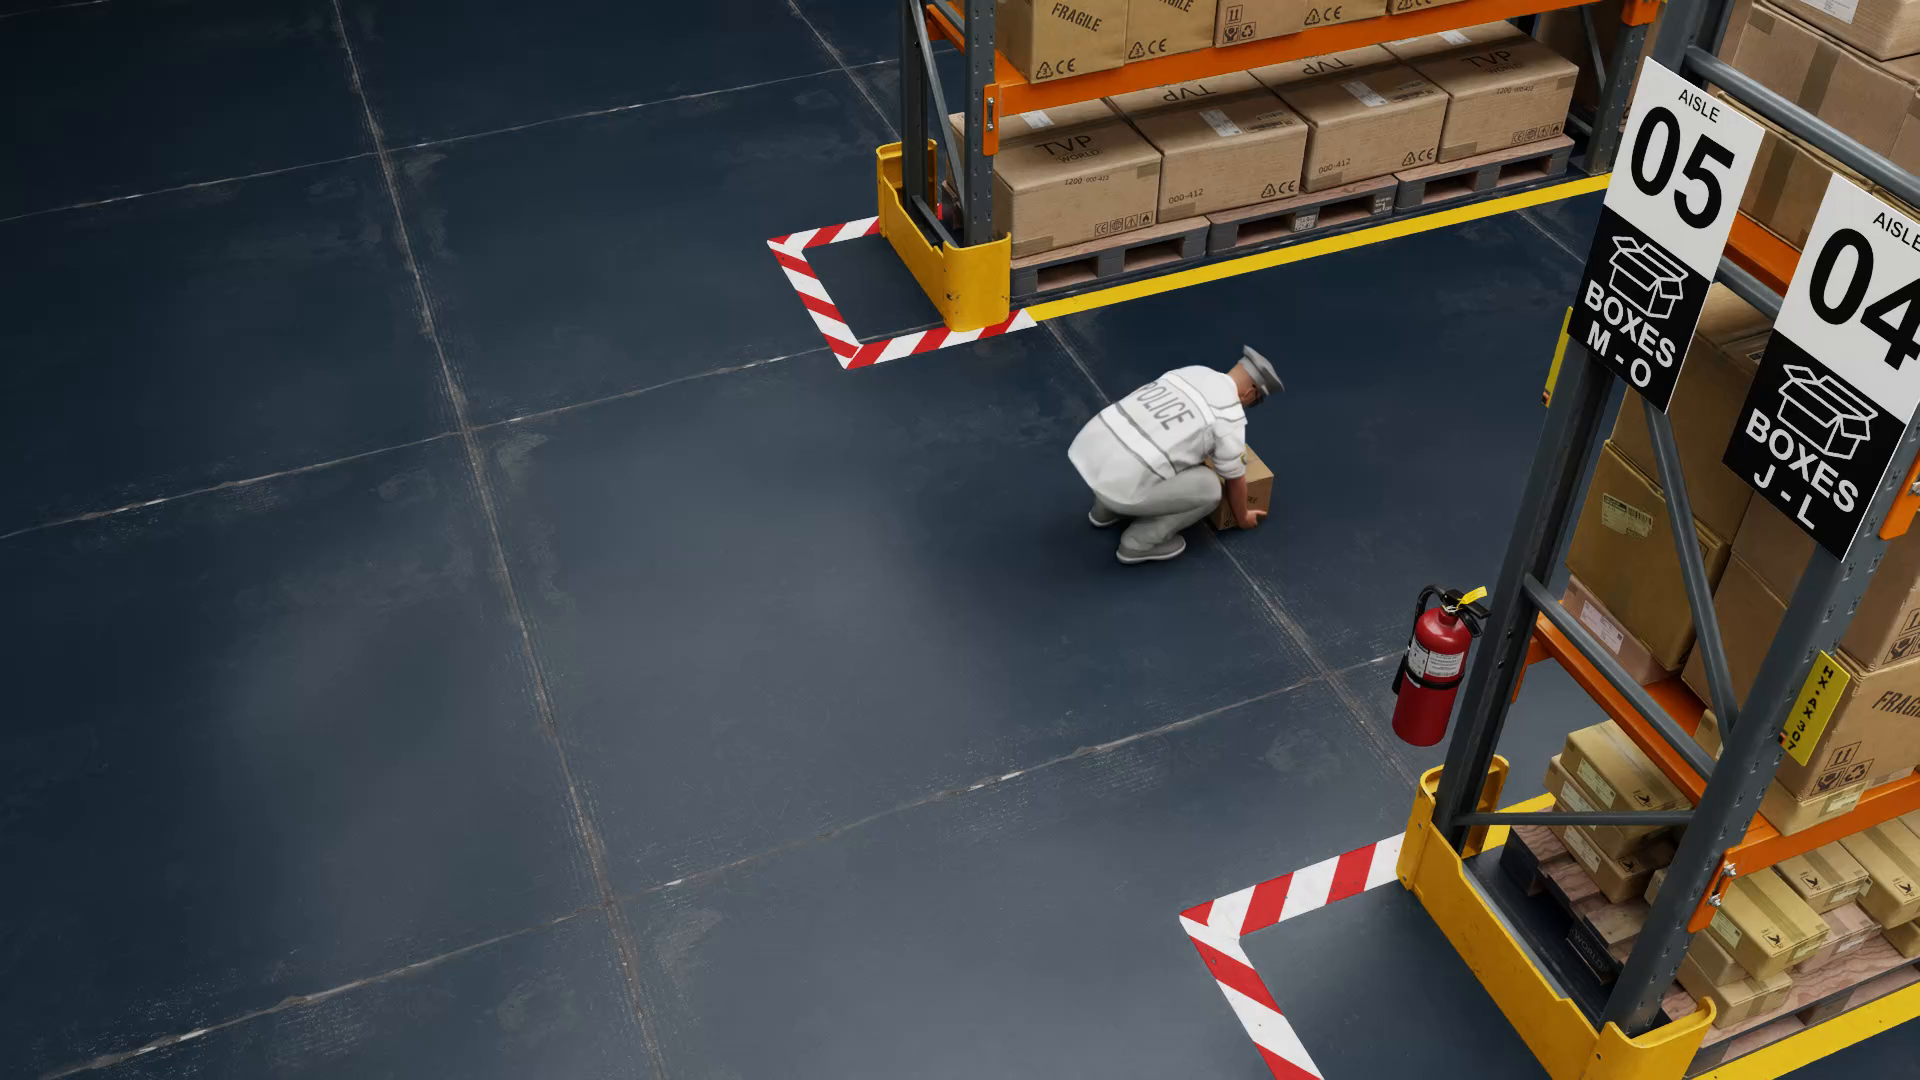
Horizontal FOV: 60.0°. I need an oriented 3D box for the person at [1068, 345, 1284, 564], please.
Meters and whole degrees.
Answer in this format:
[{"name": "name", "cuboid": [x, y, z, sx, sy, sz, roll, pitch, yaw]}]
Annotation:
[{"name": "person", "cuboid": [0.959, -0.360, 7.314, 1.002, 0.872, 0.537, -16, 44, -17]}]
